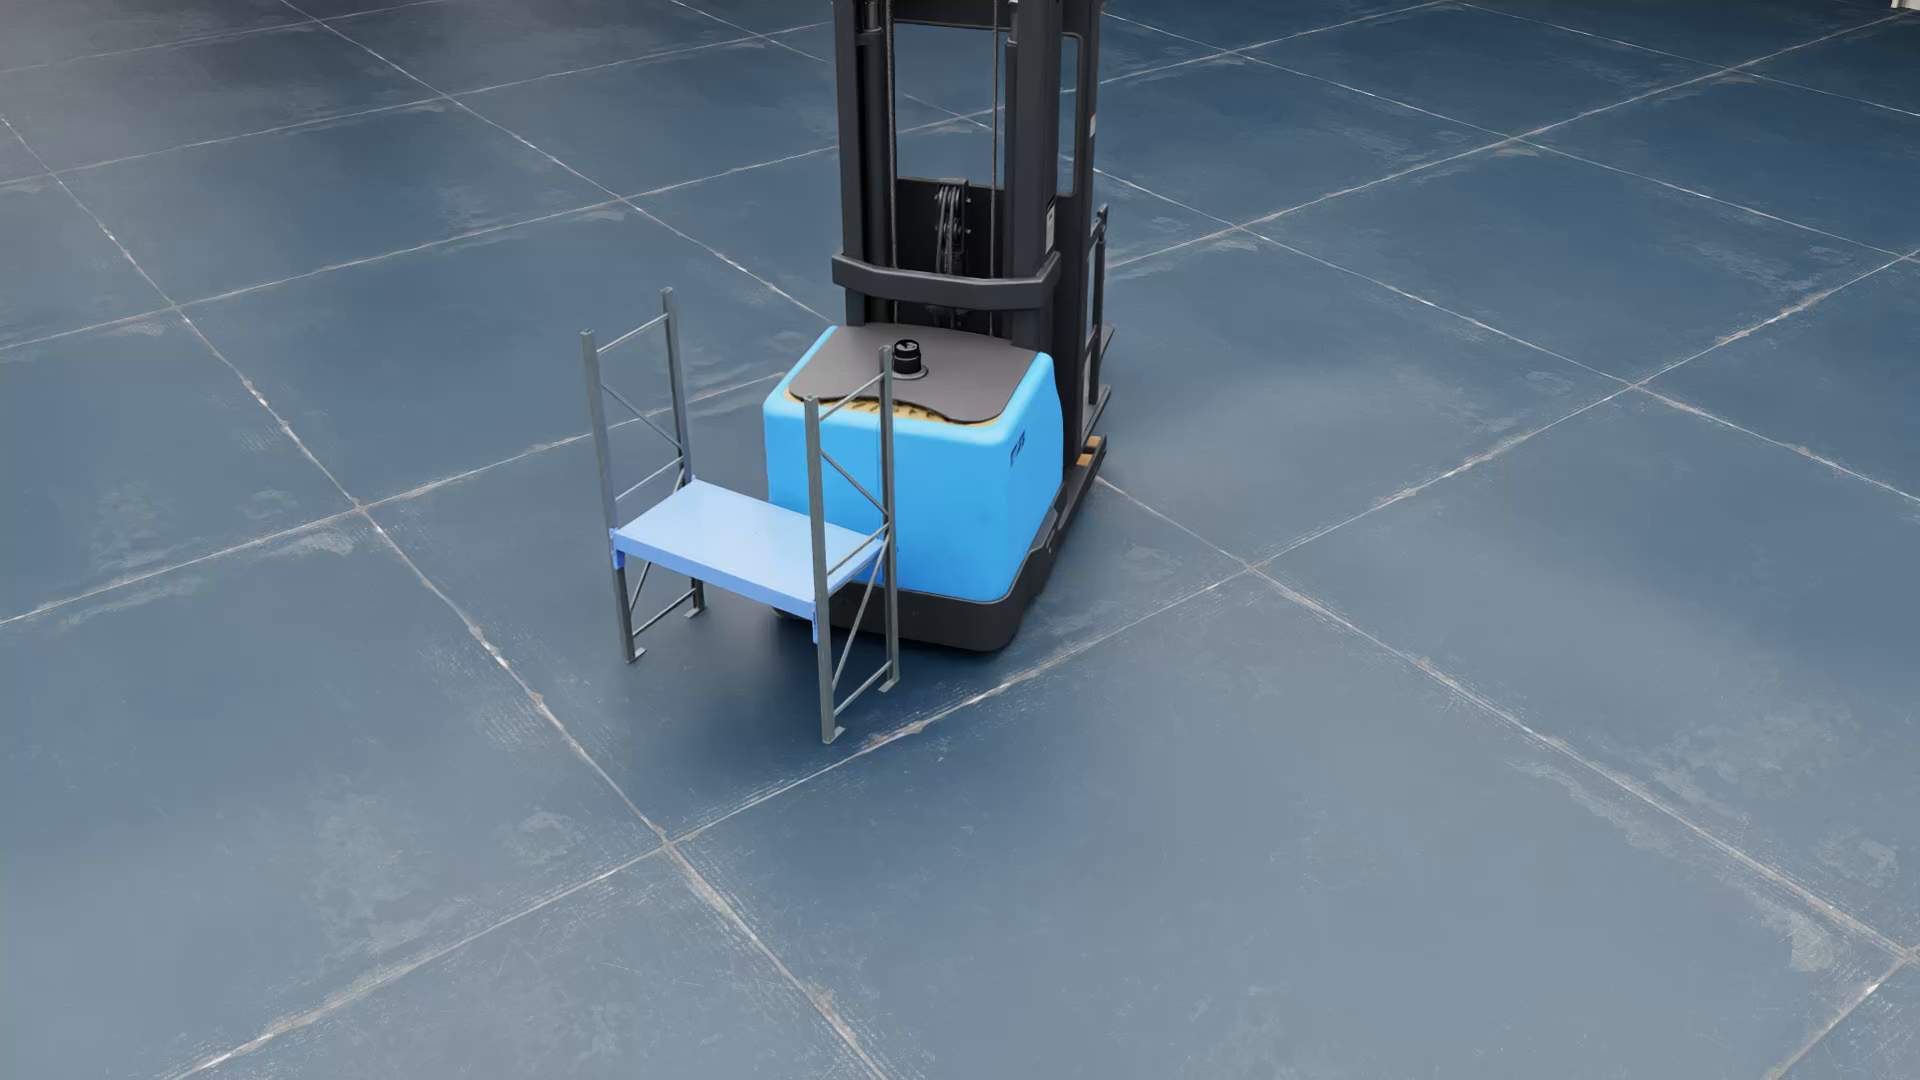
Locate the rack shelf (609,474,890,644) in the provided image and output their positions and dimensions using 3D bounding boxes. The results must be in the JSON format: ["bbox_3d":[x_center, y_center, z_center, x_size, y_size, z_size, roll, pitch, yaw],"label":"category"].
[{"bbox_3d":[-0.826,0.057,6.577,1.000,0.185,0.538,18,36,26],"label":"rack shelf"}]

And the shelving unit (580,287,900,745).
[{"bbox_3d":[-0.826,-0.095,6.482,1.048,1.500,0.538,18,36,26],"label":"shelving unit"}]

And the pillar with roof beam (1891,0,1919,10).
[{"bbox_3d":[5.810,-7.539,11.359,9.100,9.000,0.400,-22,38,-31],"label":"pillar with roof beam"}]

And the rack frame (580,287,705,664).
[{"bbox_3d":[-1.259,-0.235,6.708,0.032,1.500,0.500,18,36,26],"label":"rack frame"}]

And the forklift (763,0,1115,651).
[{"bbox_3d":[0.105,-1.554,7.474,1.130,2.935,3.031,9,33,14],"label":"forklift"}]

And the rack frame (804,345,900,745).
[{"bbox_3d":[-0.392,0.045,6.256,0.032,1.500,0.500,18,36,26],"label":"rack frame"}]
